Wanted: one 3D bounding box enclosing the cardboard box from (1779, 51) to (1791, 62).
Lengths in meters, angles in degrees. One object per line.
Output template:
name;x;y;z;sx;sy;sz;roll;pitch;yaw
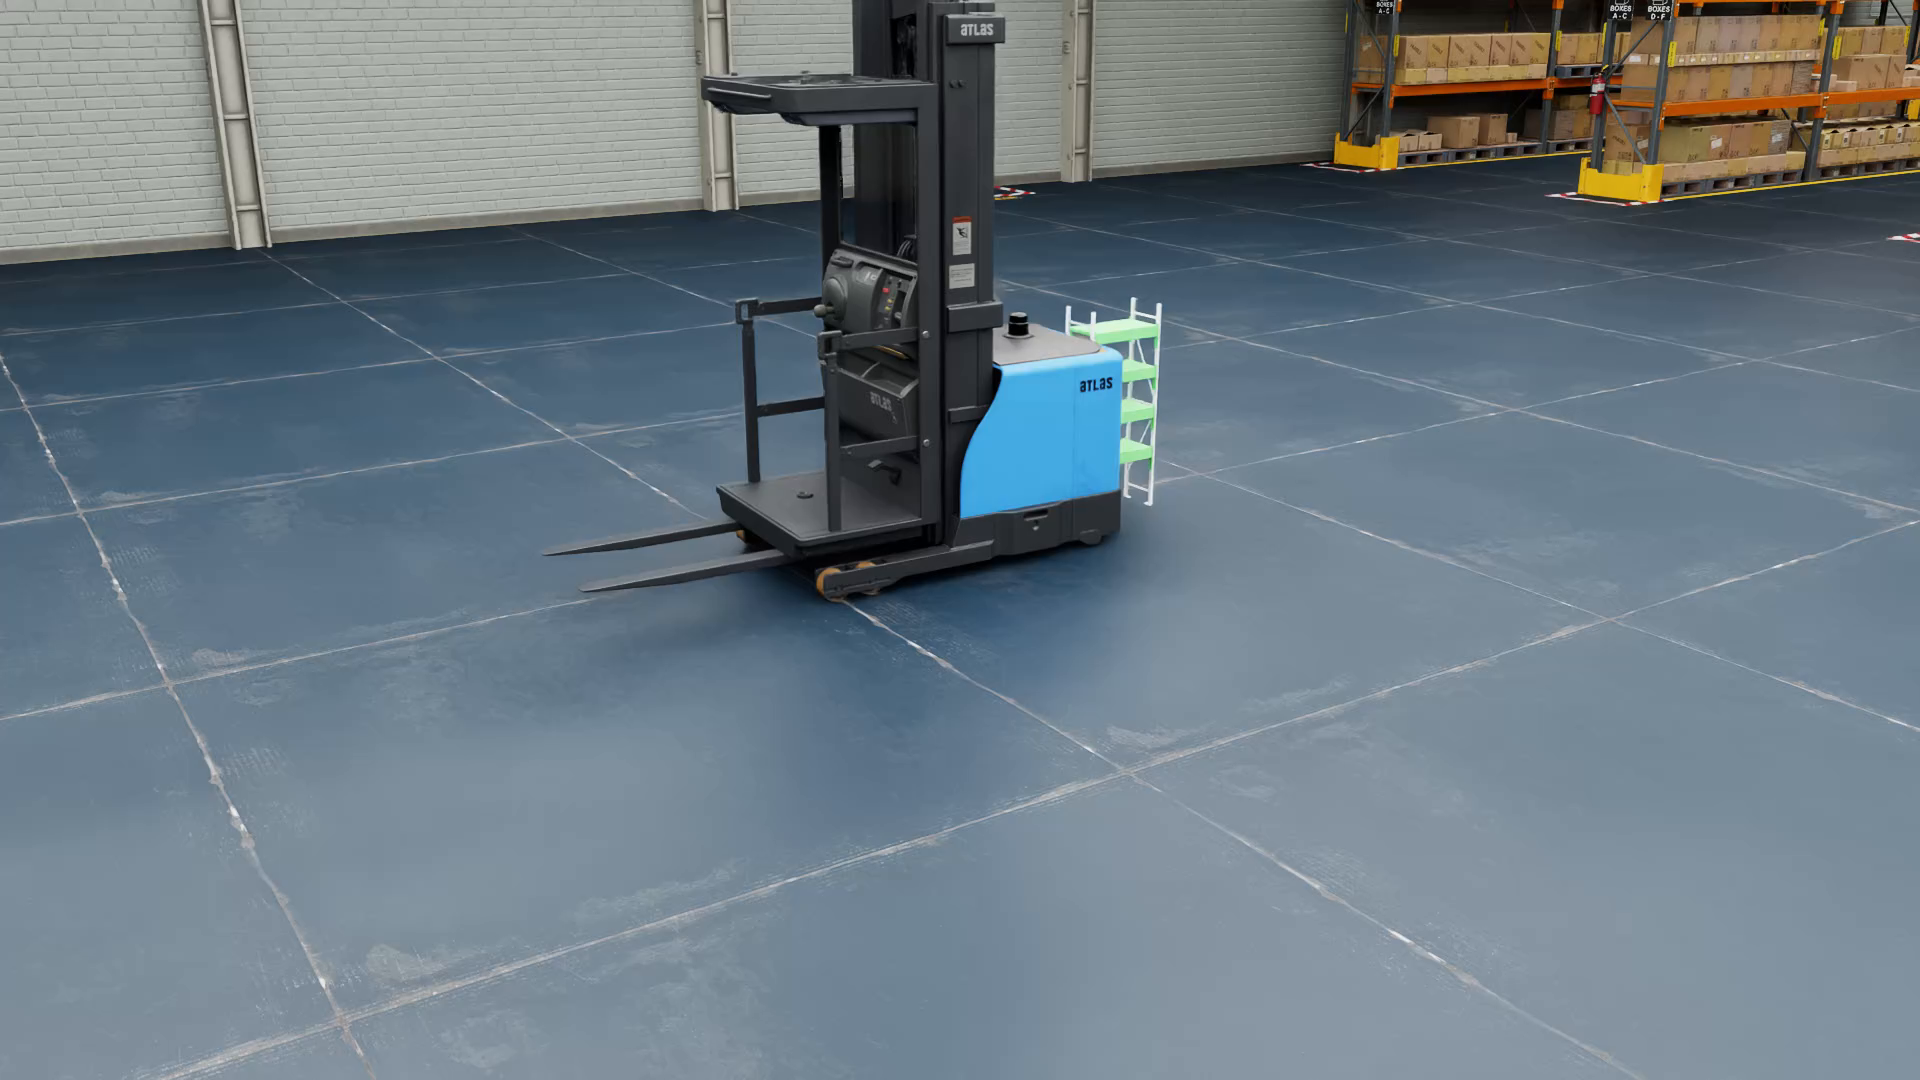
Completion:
cardboard box;11.999;-7.144;24.524;0.250;0.149;0.380;-12;22;-32

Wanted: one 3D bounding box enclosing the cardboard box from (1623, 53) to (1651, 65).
cardboard box;9.626;-6.799;23.505;0.250;0.149;0.380;-12;22;-32

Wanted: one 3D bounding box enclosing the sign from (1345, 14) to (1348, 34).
sign;6.396;-8.501;27.405;0.005;0.325;0.100;-12;22;-31

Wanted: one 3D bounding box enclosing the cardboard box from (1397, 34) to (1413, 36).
cardboard box;7.387;-8.170;27.761;0.500;0.500;0.500;-12;22;-31

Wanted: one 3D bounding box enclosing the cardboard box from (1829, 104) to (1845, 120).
cardboard box;17.809;-8.971;34.345;0.500;0.500;0.700;-12;22;-32

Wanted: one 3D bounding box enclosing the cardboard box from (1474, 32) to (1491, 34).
cardboard box;9.083;-8.532;28.831;0.500;0.500;0.500;-12;22;-32

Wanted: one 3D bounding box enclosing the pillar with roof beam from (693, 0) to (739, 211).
pillar with roof beam;-0.861;-7.582;17.622;0.400;9.000;9.100;-12;22;-31

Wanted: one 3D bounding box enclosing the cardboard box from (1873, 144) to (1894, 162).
cardboard box;14.510;-6.203;26.547;0.500;0.250;0.500;-11;22;-30

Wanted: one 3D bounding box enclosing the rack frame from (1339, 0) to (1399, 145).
rack frame;6.684;-7.651;27.192;0.127;3.000;1.000;-12;22;-31

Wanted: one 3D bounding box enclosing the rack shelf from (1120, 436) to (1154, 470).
rack shelf;0.867;-0.474;9.713;0.480;0.148;0.258;-12;22;-34

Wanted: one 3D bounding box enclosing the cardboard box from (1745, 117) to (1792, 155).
cardboard box;12.061;-6.058;24.946;0.500;0.500;0.500;-12;22;-31

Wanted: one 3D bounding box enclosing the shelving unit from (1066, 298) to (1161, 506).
shelving unit;0.869;-0.762;9.617;0.503;1.200;0.258;-12;22;-34

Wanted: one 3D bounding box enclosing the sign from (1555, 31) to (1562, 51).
sign;10.330;-8.622;28.712;0.005;0.325;0.100;-12;22;-31

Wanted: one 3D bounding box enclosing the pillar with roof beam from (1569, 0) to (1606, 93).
pillar with roof beam;14.172;-10.753;27.000;0.400;9.000;9.100;-12;22;-31

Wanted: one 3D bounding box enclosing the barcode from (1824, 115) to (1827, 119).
barcode;13.194;-6.444;25.338;0.075;0.075;0.001;-12;22;-31

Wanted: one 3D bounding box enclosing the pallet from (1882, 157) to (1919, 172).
pallet;15.384;-6.280;27.491;1.213;0.211;1.003;-12;22;-31

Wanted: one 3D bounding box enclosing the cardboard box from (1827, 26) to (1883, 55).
cardboard box;18.383;-10.256;34.429;0.700;0.700;0.980;-13;23;-34

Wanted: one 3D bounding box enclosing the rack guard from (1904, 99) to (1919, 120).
rack guard;20.067;-9.289;35.941;0.348;0.500;1.175;-12;22;-31

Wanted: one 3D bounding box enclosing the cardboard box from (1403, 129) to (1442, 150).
cardboard box;7.788;-6.784;28.138;0.500;0.311;0.500;-10;21;-27

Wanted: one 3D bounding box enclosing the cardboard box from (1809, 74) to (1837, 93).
cardboard box;13.139;-7.058;25.674;0.500;0.250;0.500;-10;21;-28

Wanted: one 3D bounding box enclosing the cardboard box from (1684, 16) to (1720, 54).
cardboard box;10.289;-7.171;23.590;0.500;0.500;0.700;-13;22;-33

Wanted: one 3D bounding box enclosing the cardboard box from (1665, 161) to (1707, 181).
cardboard box;10.397;-5.347;24.015;0.500;0.250;0.500;-12;22;-31

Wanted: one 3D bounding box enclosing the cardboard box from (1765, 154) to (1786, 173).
cardboard box;12.062;-5.702;25.065;0.500;0.250;0.500;-12;22;-31

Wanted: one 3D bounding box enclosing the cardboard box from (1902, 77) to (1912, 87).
cardboard box;15.059;-7.377;26.774;0.250;0.149;0.380;-10;21;-27

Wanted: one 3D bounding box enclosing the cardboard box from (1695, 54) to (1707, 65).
cardboard box;10.286;-6.783;23.457;0.250;0.149;0.380;-12;22;-31

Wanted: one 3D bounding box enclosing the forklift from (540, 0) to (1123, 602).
forklift;-0.643;-1.273;8.433;3.031;2.935;1.130;-11;21;-29

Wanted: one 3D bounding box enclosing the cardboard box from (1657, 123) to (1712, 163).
cardboard box;10.398;-5.702;23.893;0.500;0.500;0.500;-12;22;-31

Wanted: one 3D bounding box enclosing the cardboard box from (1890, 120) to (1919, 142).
cardboard box;15.361;-6.646;26.982;0.500;0.311;0.500;-12;22;-32

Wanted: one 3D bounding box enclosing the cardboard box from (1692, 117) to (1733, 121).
cardboard box;11.358;-6.109;25.097;0.500;0.500;0.500;-12;22;-31

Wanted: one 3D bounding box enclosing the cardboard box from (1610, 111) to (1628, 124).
cardboard box;11.899;-7.789;30.816;0.500;0.500;0.700;-12;22;-32

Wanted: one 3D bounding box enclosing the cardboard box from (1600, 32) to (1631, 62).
cardboard box;11.950;-9.005;30.354;0.500;0.500;0.700;-12;22;-31

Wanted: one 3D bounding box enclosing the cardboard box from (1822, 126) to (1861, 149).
cardboard box;13.655;-6.286;25.917;0.500;0.311;0.500;-12;22;-32

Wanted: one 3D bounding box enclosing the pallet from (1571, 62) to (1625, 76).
pallet;11.735;-8.609;30.327;1.213;0.211;1.003;-12;22;-31

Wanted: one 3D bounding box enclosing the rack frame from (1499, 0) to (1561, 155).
rack frame;10.025;-8.355;29.276;0.127;3.000;1.000;-12;22;-31

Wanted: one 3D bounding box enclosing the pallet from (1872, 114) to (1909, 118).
pallet;19.422;-8.986;35.496;1.213;0.211;1.003;-12;22;-31

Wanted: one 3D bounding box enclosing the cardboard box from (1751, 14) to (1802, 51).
cardboard box;11.964;-7.524;24.634;0.500;0.500;0.700;-12;22;-32

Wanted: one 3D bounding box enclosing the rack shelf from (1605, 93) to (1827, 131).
rack shelf;11.082;-6.338;24.432;4.000;0.370;1.077;-12;22;-31

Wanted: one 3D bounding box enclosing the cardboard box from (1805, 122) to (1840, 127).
cardboard box;13.782;-6.522;26.614;0.500;0.311;0.500;-12;22;-32

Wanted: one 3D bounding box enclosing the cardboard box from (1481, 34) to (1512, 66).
cardboard box;8.960;-8.308;28.167;0.500;0.500;0.500;-13;22;-33

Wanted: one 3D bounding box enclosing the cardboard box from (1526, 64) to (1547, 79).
cardboard box;9.796;-8.129;28.810;0.500;0.250;0.500;-12;22;-31

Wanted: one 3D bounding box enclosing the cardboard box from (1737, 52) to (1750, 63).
cardboard box;11.142;-6.963;23.989;0.250;0.149;0.380;-12;22;-31

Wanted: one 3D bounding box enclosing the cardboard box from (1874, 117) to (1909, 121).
cardboard box;15.494;-6.884;27.685;0.500;0.311;0.500;-11;22;-30

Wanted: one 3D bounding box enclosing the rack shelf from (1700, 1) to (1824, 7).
rack shelf;15.036;-10.492;32.037;4.000;0.370;1.077;-12;22;-31

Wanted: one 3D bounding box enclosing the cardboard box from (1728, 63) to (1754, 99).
cardboard box;11.100;-6.726;24.300;0.500;0.500;0.700;-11;22;-30

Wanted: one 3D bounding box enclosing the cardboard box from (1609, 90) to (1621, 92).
cardboard box;12.282;-8.215;30.906;0.500;0.250;0.500;-11;22;-30

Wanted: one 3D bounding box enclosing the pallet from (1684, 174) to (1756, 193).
pallet;11.045;-5.365;24.784;1.213;0.211;1.003;-12;22;-31

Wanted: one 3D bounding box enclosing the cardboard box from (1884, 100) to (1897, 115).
cardboard box;19.517;-9.334;35.417;0.500;0.500;0.700;-12;22;-31

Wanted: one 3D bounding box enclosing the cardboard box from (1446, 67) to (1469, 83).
cardboard box;8.121;-7.774;27.758;0.500;0.250;0.500;-12;22;-32

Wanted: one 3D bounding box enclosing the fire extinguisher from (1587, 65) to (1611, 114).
fire extinguisher;9.057;-6.393;23.593;0.183;0.674;0.296;-12;22;-31

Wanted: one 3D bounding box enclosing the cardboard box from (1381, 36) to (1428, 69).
cardboard box;7.248;-7.948;27.104;0.500;0.500;0.500;-12;22;-31

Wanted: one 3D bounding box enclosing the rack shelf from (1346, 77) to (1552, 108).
rack shelf;8.354;-7.662;28.349;4.000;0.370;1.077;-12;22;-31

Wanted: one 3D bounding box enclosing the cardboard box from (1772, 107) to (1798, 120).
cardboard box;16.235;-8.796;33.280;0.750;0.750;0.750;-12;22;-31
